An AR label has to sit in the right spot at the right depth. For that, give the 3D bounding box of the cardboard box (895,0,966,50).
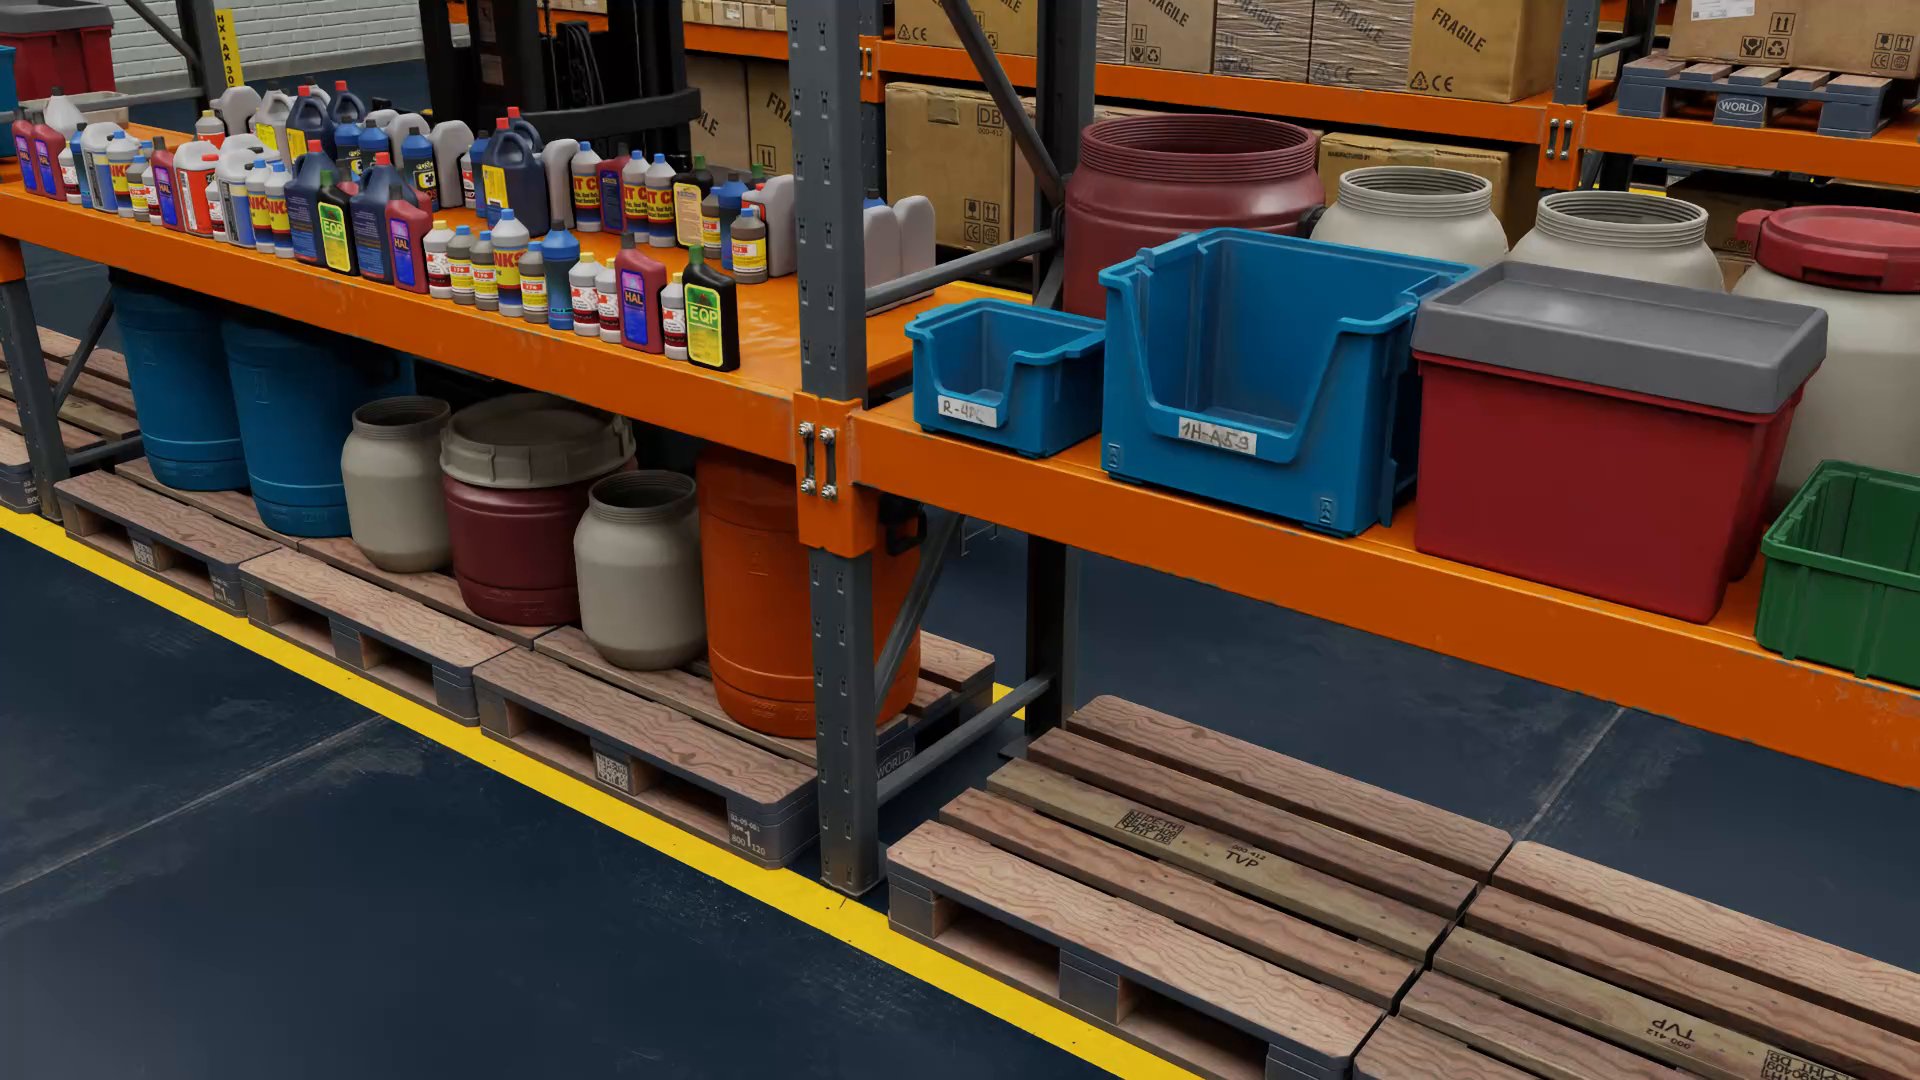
[{"bbox_3d":[-0.020,-3.059,9.348,0.500,0.500,0.500,17,29,33],"label":"cardboard box"}]

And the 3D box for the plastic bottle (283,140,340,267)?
[{"bbox_3d":[-1.859,-0.982,4.820,0.185,0.351,0.144,17,29,33],"label":"plastic bottle"}]

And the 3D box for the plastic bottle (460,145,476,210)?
[{"bbox_3d":[-1.601,-1.207,5.515,0.097,0.201,0.097,0,24,0],"label":"plastic bottle"}]

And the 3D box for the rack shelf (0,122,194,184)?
[{"bbox_3d":[-4.809,-1.761,7.419,4.000,0.370,1.077,17,29,33],"label":"rack shelf"}]

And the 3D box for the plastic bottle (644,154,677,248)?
[{"bbox_3d":[-0.898,-1.026,5.019,0.097,0.271,0.097,0,24,0],"label":"plastic bottle"}]

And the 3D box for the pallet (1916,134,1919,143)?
[{"bbox_3d":[4.571,-1.684,6.590,1.213,0.211,1.003,17,29,33],"label":"pallet"}]

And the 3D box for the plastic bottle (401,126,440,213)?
[{"bbox_3d":[-1.770,-1.213,5.443,0.097,0.271,0.097,0,24,0],"label":"plastic bottle"}]

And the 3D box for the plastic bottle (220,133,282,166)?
[{"bbox_3d":[-2.234,-1.140,5.272,0.135,0.276,0.152,17,29,33],"label":"plastic bottle"}]

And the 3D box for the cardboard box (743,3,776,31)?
[{"bbox_3d":[-1.090,-3.182,10.064,0.250,0.149,0.380,16,29,32],"label":"cardboard box"}]

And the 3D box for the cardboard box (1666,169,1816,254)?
[{"bbox_3d":[3.517,-1.486,7.526,0.500,0.250,0.500,18,30,35],"label":"cardboard box"}]

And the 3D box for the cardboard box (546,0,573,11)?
[{"bbox_3d":[-2.529,-3.617,11.050,0.250,0.149,0.380,16,28,32],"label":"cardboard box"}]

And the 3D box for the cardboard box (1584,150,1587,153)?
[{"bbox_3d":[4.489,-3.186,12.340,0.500,0.500,0.500,15,28,31],"label":"cardboard box"}]

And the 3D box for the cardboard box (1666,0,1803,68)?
[{"bbox_3d":[3.419,-2.358,7.236,0.500,0.500,0.500,13,27,27],"label":"cardboard box"}]

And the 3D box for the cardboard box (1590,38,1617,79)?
[{"bbox_3d":[4.506,-3.532,12.196,0.500,0.250,0.500,18,29,34],"label":"cardboard box"}]

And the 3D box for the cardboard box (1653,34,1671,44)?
[{"bbox_3d":[5.206,-3.572,12.287,0.500,0.250,0.500,16,29,33],"label":"cardboard box"}]

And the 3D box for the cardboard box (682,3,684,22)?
[{"bbox_3d":[-1.707,-3.368,10.486,0.250,0.149,0.380,16,29,32],"label":"cardboard box"}]

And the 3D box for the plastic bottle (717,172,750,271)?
[{"bbox_3d":[-0.643,-0.919,4.774,0.097,0.271,0.097,0,24,0],"label":"plastic bottle"}]

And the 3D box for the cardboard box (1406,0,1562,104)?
[{"bbox_3d":[2.419,-2.323,7.677,0.500,0.500,0.500,18,29,35],"label":"cardboard box"}]

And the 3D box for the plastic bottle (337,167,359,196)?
[{"bbox_3d":[-1.720,-0.919,4.761,0.133,0.283,0.061,17,29,33],"label":"plastic bottle"}]

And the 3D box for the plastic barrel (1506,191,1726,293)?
[{"bbox_3d":[1.281,-0.409,3.319,0.421,0.512,0.421,0,24,0],"label":"plastic barrel"}]

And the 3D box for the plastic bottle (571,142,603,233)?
[{"bbox_3d":[-1.161,-1.106,5.199,0.097,0.271,0.097,0,24,0],"label":"plastic bottle"}]

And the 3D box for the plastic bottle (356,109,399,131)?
[{"bbox_3d":[-2.003,-1.349,5.745,0.135,0.276,0.152,17,29,33],"label":"plastic bottle"}]

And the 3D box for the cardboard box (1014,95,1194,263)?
[{"bbox_3d":[1.002,-2.060,9.321,0.875,0.875,1.225,16,28,32],"label":"cardboard box"}]

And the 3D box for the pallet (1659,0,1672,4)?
[{"bbox_3d":[5.384,-3.863,11.536,1.003,0.211,1.213,17,29,33],"label":"pallet"}]

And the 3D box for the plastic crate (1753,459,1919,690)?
[{"bbox_3d":[1.630,0.095,2.578,0.662,0.188,0.450,17,29,33],"label":"plastic crate"}]

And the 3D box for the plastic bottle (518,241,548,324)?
[{"bbox_3d":[-1.087,-0.669,4.294,0.097,0.201,0.097,0,24,0],"label":"plastic bottle"}]

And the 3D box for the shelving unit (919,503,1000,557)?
[{"bbox_3d":[-0.006,-0.414,6.073,0.210,0.900,0.258,17,29,33],"label":"shelving unit"}]

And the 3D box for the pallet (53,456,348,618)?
[{"bbox_3d":[-2.616,-0.131,6.285,1.213,0.211,1.003,17,29,33],"label":"pallet"}]

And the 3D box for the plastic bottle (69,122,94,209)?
[{"bbox_3d":[-2.883,-1.244,5.512,0.097,0.271,0.097,0,24,0],"label":"plastic bottle"}]

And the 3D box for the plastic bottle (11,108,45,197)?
[{"bbox_3d":[-3.171,-1.327,5.686,0.133,0.283,0.061,17,29,33],"label":"plastic bottle"}]

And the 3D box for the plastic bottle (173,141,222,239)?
[{"bbox_3d":[-2.326,-1.091,5.160,0.135,0.276,0.152,17,29,33],"label":"plastic bottle"}]

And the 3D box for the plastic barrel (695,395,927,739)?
[{"bbox_3d":[-0.409,0.049,4.590,0.708,0.830,0.600,17,29,33],"label":"plastic barrel"}]

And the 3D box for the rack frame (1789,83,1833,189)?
[{"bbox_3d":[6.018,-3.813,11.184,0.127,3.000,1.000,17,29,33],"label":"rack frame"}]

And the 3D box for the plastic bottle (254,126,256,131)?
[{"bbox_3d":[-2.520,-1.454,6.076,0.097,0.201,0.097,0,24,0],"label":"plastic bottle"}]

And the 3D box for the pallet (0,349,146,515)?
[{"bbox_3d":[-3.820,-0.496,7.114,1.213,0.211,1.003,17,29,33],"label":"pallet"}]

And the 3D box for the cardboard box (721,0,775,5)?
[{"bbox_3d":[-1.164,-3.419,10.106,0.500,0.250,0.500,18,29,35],"label":"cardboard box"}]

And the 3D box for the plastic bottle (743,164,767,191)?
[{"bbox_3d":[-0.610,-0.954,4.840,0.133,0.283,0.061,17,29,33],"label":"plastic bottle"}]

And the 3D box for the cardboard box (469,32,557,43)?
[{"bbox_3d":[-2.879,-3.263,12.050,0.875,0.875,0.875,17,29,33],"label":"cardboard box"}]

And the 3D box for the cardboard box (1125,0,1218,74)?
[{"bbox_3d":[1.200,-2.693,8.518,0.500,0.500,0.500,17,29,34],"label":"cardboard box"}]

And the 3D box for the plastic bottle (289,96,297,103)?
[{"bbox_3d":[-2.407,-1.471,6.021,0.135,0.276,0.152,17,29,33],"label":"plastic bottle"}]

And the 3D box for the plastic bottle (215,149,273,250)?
[{"bbox_3d":[-2.140,-1.035,5.033,0.135,0.276,0.152,17,29,33],"label":"plastic bottle"}]

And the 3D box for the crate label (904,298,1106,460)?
[{"bbox_3d":[0.105,-0.340,3.509,0.416,0.233,0.303,17,29,33],"label":"crate label"}]

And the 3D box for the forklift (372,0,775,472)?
[{"bbox_3d":[-1.984,-2.087,7.353,3.031,2.935,1.130,20,30,37],"label":"forklift"}]

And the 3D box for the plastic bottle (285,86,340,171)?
[{"bbox_3d":[-2.215,-1.376,5.714,0.185,0.351,0.144,17,29,33],"label":"plastic bottle"}]

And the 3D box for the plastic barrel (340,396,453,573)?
[{"bbox_3d":[-1.819,-0.187,5.518,0.421,0.512,0.421,0,24,0],"label":"plastic barrel"}]

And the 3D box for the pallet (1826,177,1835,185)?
[{"bbox_3d":[6.604,-2.322,11.259,1.213,0.211,1.003,17,29,33],"label":"pallet"}]

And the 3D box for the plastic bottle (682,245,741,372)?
[{"bbox_3d":[-0.587,-0.546,3.914,0.133,0.283,0.061,17,29,33],"label":"plastic bottle"}]

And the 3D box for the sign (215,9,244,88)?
[{"bbox_3d":[-2.877,-1.910,6.522,0.005,0.325,0.100,17,29,33],"label":"sign"}]

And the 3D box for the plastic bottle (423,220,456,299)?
[{"bbox_3d":[-1.399,-0.763,4.508,0.097,0.201,0.097,0,24,0],"label":"plastic bottle"}]

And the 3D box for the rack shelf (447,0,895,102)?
[{"bbox_3d":[-1.838,-3.359,11.046,4.000,0.370,1.077,17,29,33],"label":"rack shelf"}]

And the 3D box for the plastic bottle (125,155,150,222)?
[{"bbox_3d":[-2.620,-1.132,5.346,0.097,0.201,0.097,0,24,0],"label":"plastic bottle"}]

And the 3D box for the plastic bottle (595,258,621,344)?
[{"bbox_3d":[-0.853,-0.598,4.134,0.097,0.201,0.097,0,24,0],"label":"plastic bottle"}]

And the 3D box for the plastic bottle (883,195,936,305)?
[{"bbox_3d":[-0.160,-0.792,4.480,0.135,0.276,0.152,17,29,33],"label":"plastic bottle"}]

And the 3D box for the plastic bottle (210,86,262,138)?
[{"bbox_3d":[-2.699,-1.559,6.222,0.135,0.276,0.152,17,29,33],"label":"plastic bottle"}]

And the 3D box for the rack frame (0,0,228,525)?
[{"bbox_3d":[-3.208,-1.607,6.176,0.127,3.000,1.000,17,29,33],"label":"rack frame"}]
